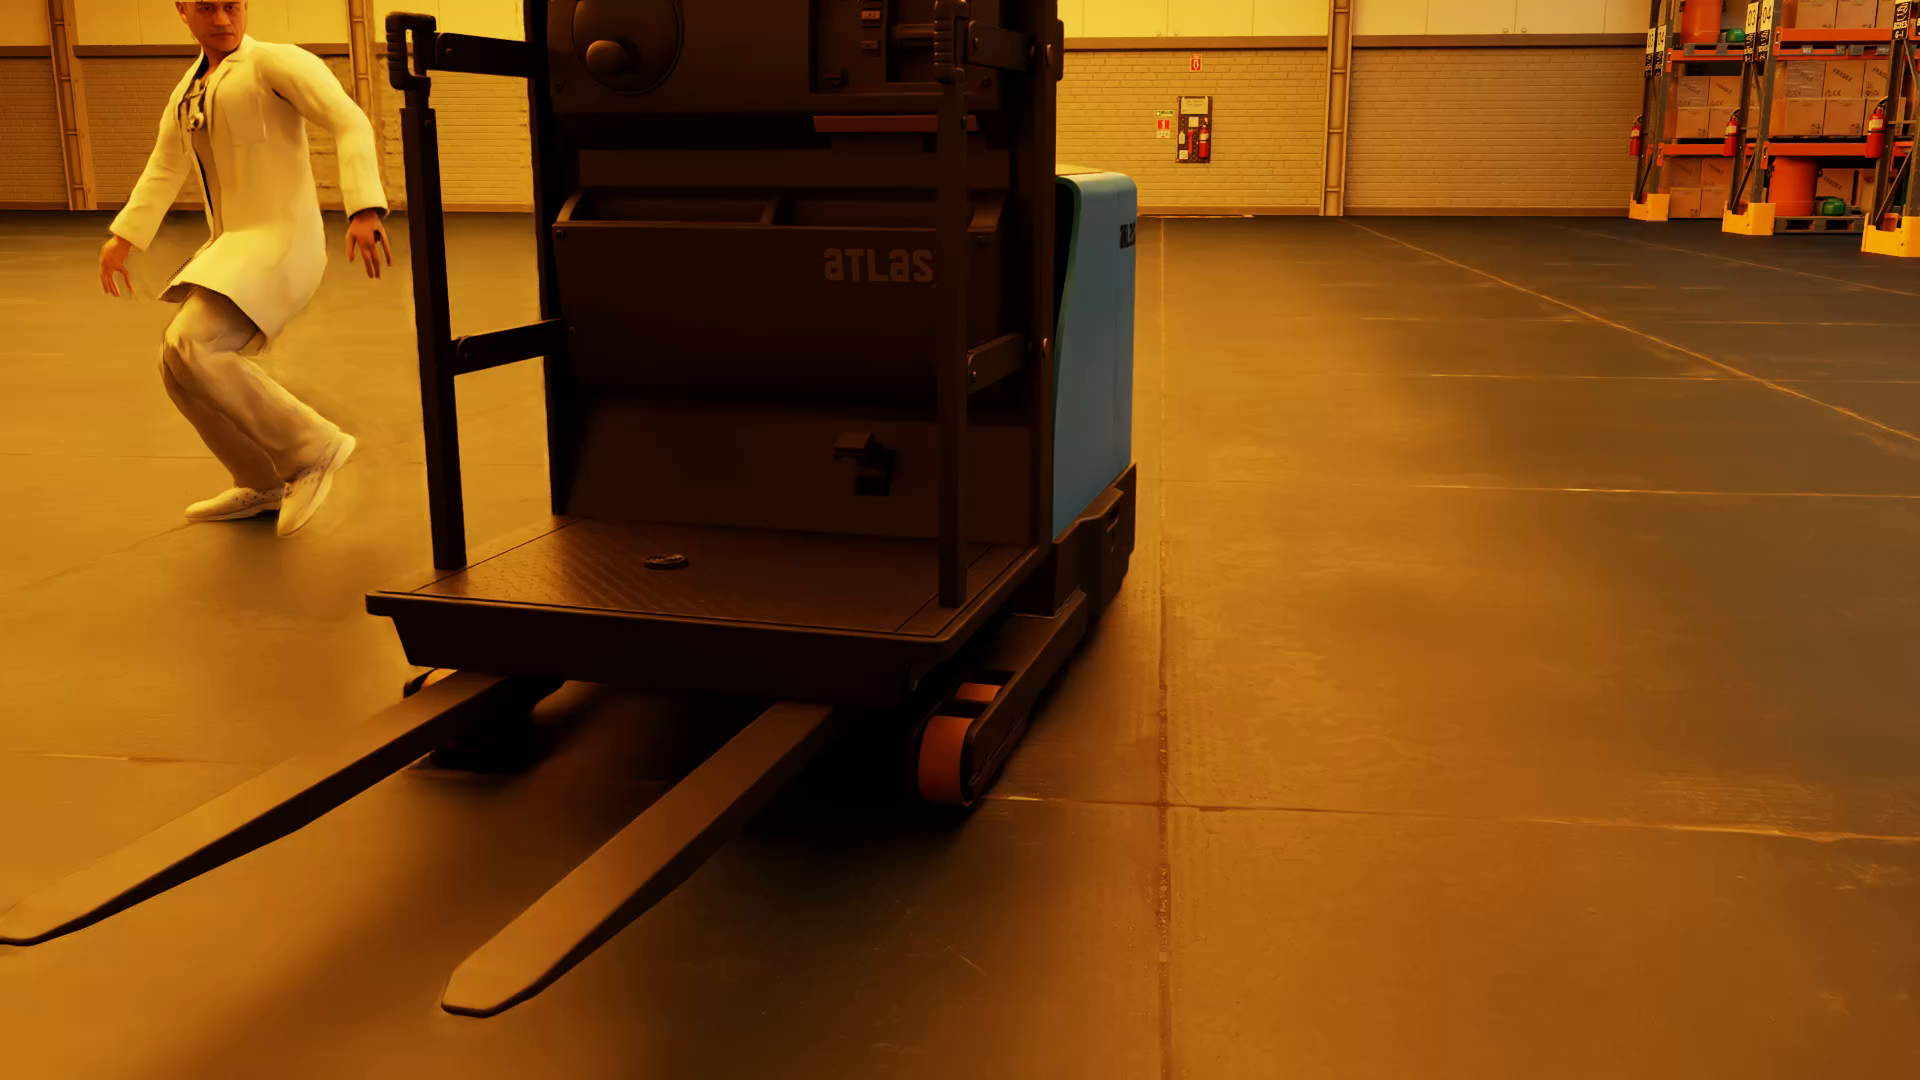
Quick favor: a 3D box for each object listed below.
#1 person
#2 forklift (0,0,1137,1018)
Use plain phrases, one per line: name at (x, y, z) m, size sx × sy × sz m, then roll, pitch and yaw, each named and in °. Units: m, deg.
person at (-2.151, -0.853, 4.970) m, size 0.650 × 1.677 × 0.868 m, roll -11°, pitch 17°, yaw -40°
forklift at (-0.417, -1.053, 3.012) m, size 1.130 × 2.935 × 3.031 m, roll 4°, pitch 14°, yaw 15°
